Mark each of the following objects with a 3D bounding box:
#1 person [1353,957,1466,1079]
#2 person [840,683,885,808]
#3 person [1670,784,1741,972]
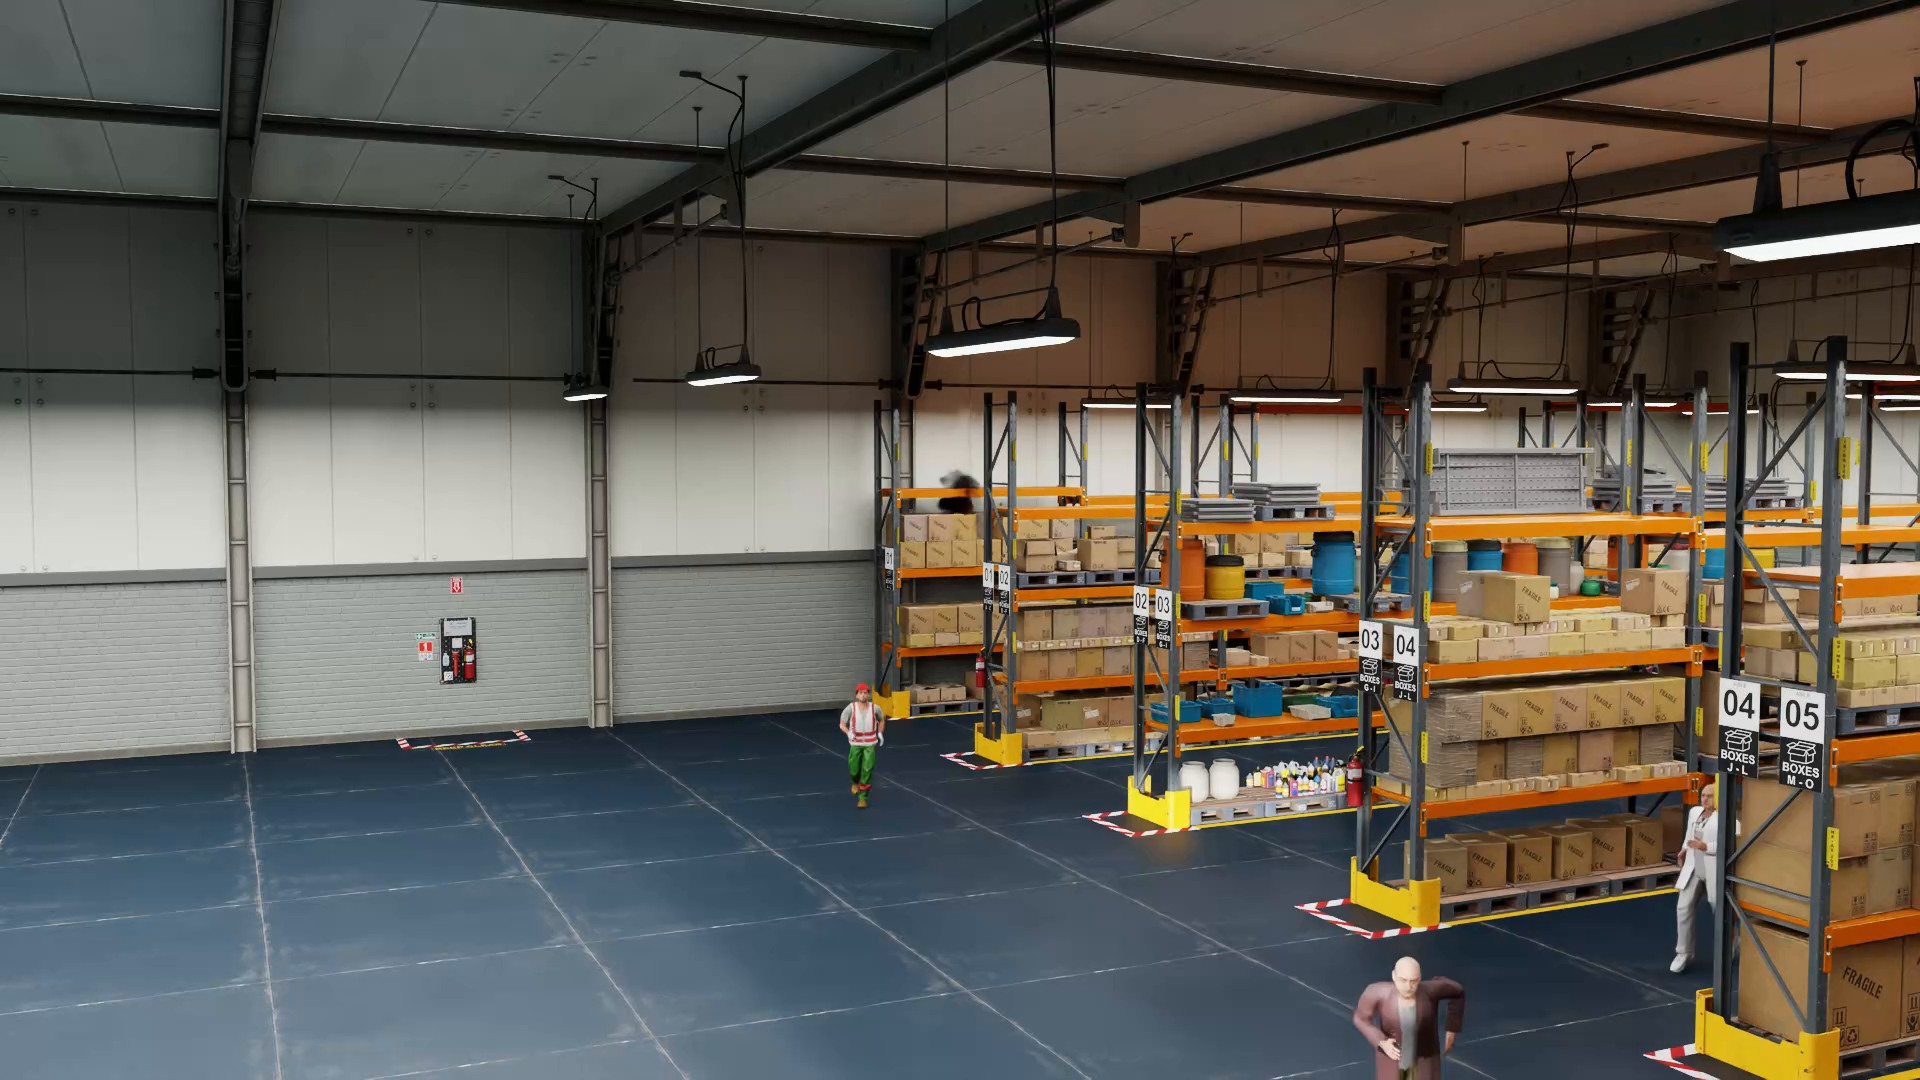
[{"bbox_3d":[3.131,3.669,11.636,0.755,1.745,1.060,1,3,14],"label":"person"},{"bbox_3d":[-1.388,2.909,23.717,0.653,1.749,0.714,0,3,-7],"label":"person"},{"bbox_3d":[7.364,3.341,16.370,0.922,1.729,0.678,-3,4,-37],"label":"person"}]
